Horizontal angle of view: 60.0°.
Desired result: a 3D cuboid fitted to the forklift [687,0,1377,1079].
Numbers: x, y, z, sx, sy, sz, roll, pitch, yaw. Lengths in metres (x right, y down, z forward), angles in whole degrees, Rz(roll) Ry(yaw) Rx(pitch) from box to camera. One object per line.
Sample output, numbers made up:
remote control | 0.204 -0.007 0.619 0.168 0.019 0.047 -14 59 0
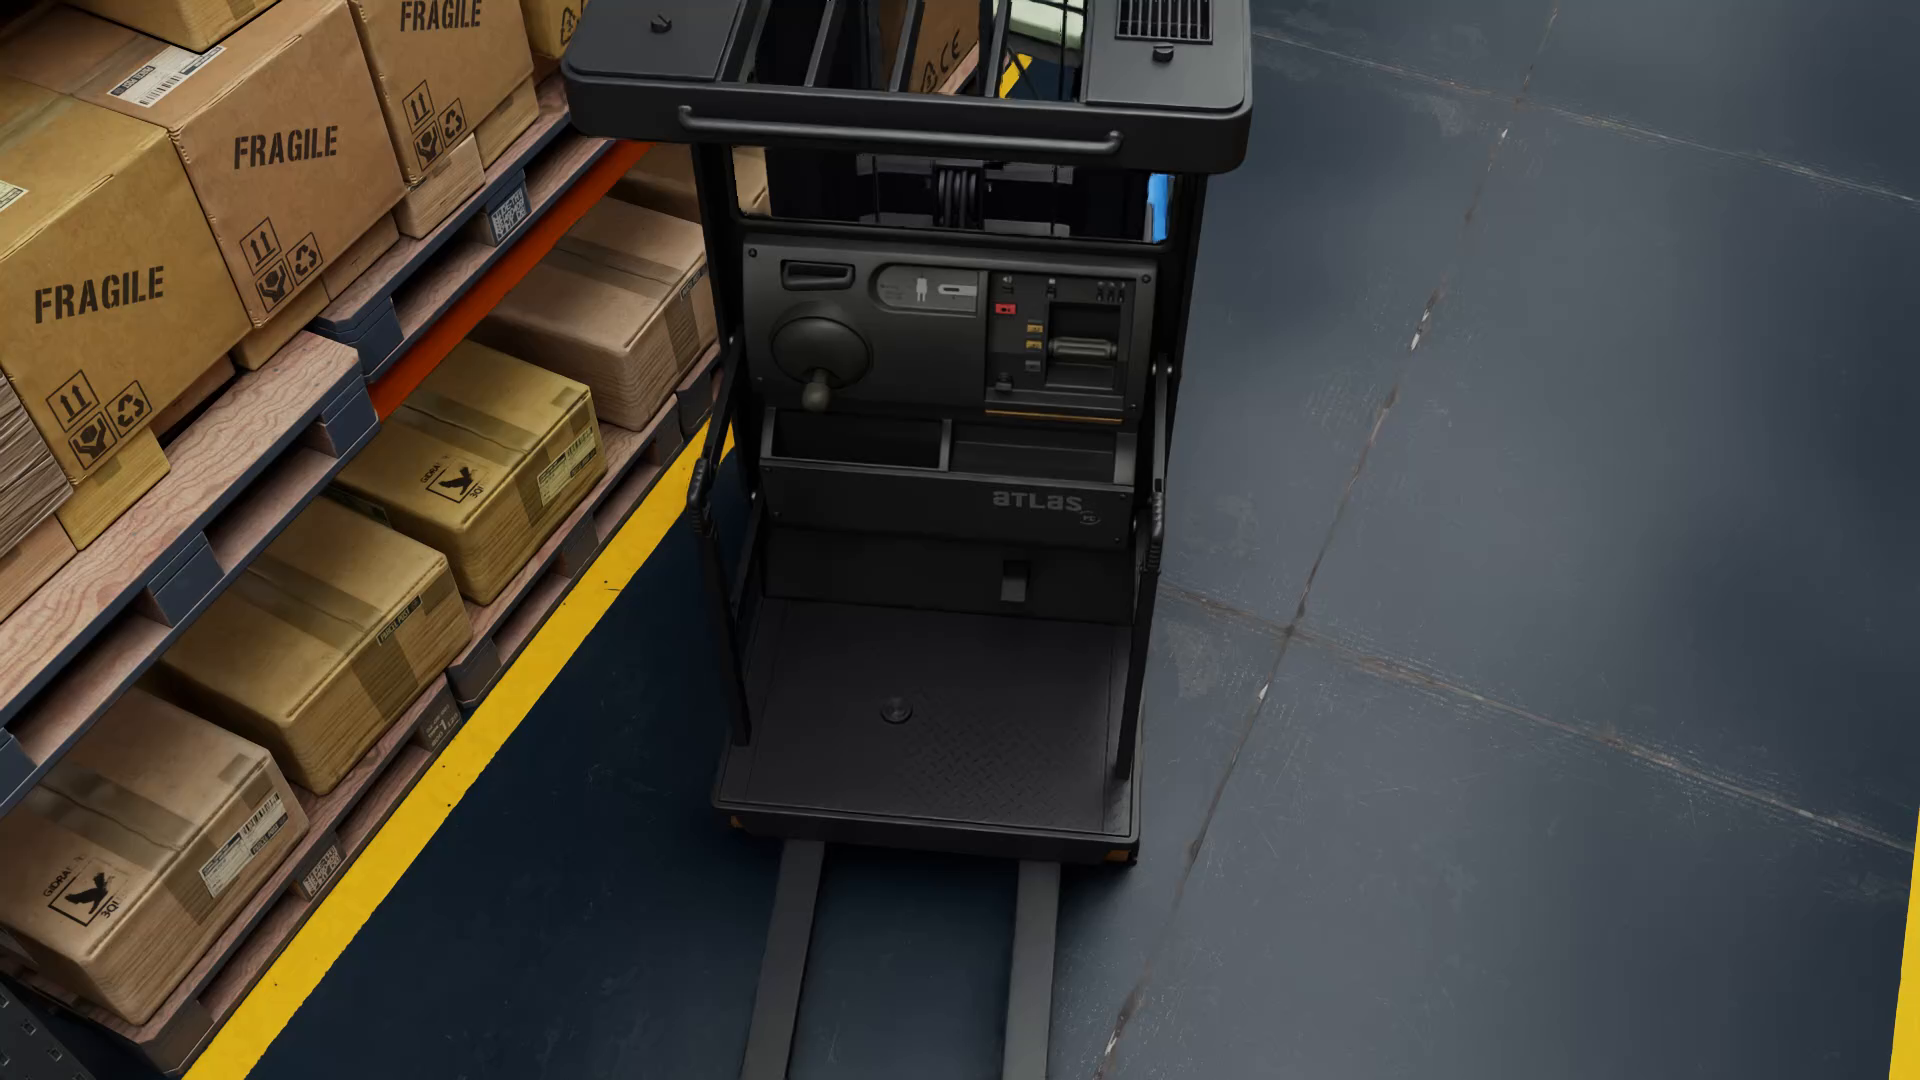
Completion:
forklift | 0.078 -0.377 3.646 1.130 2.935 3.031 -5 50 -4

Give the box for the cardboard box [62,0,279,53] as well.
cardboard box | -1.572 -1.135 3.284 0.380 0.149 0.250 23 53 18

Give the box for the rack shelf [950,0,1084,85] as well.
rack shelf | 0.326 -1.678 5.181 0.431 0.370 0.720 33 57 25

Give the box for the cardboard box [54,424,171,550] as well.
cardboard box | -1.827 -0.171 3.316 0.380 0.149 0.250 21 53 17

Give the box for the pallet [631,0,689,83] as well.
pallet | -0.963 -1.837 4.969 1.213 0.211 1.003 20 52 16

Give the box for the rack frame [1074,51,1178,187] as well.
rack frame | 0.561 -1.639 5.659 0.400 1.500 0.023 33 57 25

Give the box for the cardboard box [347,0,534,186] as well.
cardboard box | -1.357 -1.203 3.767 0.500 0.500 0.500 18 52 15

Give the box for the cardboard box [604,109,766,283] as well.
cardboard box | -1.005 -1.323 5.856 0.950 0.372 0.625 17 52 14

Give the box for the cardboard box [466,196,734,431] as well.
cardboard box | -1.313 -0.812 5.421 0.950 0.372 0.625 19 52 15

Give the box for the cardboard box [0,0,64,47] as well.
cardboard box | -2.037 -1.023 3.614 0.500 0.500 0.500 21 53 17

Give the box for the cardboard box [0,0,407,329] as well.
cardboard box | -1.567 -0.845 3.463 0.500 0.500 0.500 20 52 16

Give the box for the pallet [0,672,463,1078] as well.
pallet | -2.132 0.697 4.518 1.003 0.211 1.213 20 52 16

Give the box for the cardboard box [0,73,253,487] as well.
cardboard box | -1.791 -0.509 3.177 0.500 0.500 0.500 20 52 16

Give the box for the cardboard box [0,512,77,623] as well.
cardboard box | -1.942 -0.002 3.172 0.380 0.149 0.250 21 53 17

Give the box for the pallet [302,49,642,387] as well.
pallet | -1.563 -0.986 4.245 1.003 0.211 1.213 20 52 16

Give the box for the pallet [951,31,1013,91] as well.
pallet | -0.350 -2.039 6.846 1.003 0.211 1.213 20 52 16

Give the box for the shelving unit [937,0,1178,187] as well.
shelving unit | 0.326 -1.425 5.478 0.431 1.500 0.755 33 57 25

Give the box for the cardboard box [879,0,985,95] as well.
cardboard box | -0.385 -2.320 6.374 0.875 0.875 0.875 19 52 16

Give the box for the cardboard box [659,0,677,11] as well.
cardboard box | -0.913 -1.610 4.539 0.380 0.149 0.250 18 52 14

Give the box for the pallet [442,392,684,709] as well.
pallet | -1.612 -0.146 5.236 1.003 0.211 1.213 20 52 16

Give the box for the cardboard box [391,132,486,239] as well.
cardboard box | -1.360 -0.891 3.928 0.380 0.149 0.250 22 53 17

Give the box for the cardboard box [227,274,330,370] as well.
cardboard box | -1.628 -0.555 3.642 0.380 0.149 0.250 21 53 17

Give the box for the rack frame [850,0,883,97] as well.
rack frame | -0.755 -2.424 5.343 1.000 3.000 0.127 20 52 16

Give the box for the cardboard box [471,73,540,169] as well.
cardboard box | -1.272 -1.084 4.092 0.380 0.149 0.250 18 52 15

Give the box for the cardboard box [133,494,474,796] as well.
cardboard box | -1.938 0.187 4.571 0.950 0.372 0.625 23 53 18

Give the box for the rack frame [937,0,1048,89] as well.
rack frame | 0.090 -1.212 5.297 0.400 1.500 0.023 33 57 25

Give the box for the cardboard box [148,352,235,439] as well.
cardboard box | -1.775 -0.392 3.503 0.380 0.149 0.250 23 53 18

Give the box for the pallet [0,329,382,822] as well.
pallet | -2.006 -0.087 3.480 1.003 0.211 1.213 20 52 16

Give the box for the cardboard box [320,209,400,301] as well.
cardboard box | -1.520 -0.725 3.786 0.380 0.149 0.250 20 53 16

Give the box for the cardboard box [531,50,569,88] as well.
cardboard box | -1.239 -1.284 4.262 0.380 0.149 0.250 20 53 16

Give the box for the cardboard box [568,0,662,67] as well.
cardboard box | -1.018 -1.416 4.374 0.380 0.149 0.250 21 53 17

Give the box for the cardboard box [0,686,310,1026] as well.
cardboard box | -2.242 0.684 4.148 0.950 0.372 0.625 20 53 17

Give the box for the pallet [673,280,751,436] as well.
pallet | -1.090 -0.983 5.948 1.003 0.211 1.213 20 52 16

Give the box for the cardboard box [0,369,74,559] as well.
cardboard box | -2.004 -0.164 2.884 0.500 0.500 0.500 21 53 17

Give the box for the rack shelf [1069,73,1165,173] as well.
rack shelf | 0.326 -1.214 5.726 0.431 0.370 0.720 33 57 25

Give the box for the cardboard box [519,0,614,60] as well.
cardboard box | -1.123 -1.578 4.087 0.500 0.500 0.500 17 52 14

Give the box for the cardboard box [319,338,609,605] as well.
cardboard box | -1.642 -0.292 4.979 0.950 0.372 0.625 21 53 17
